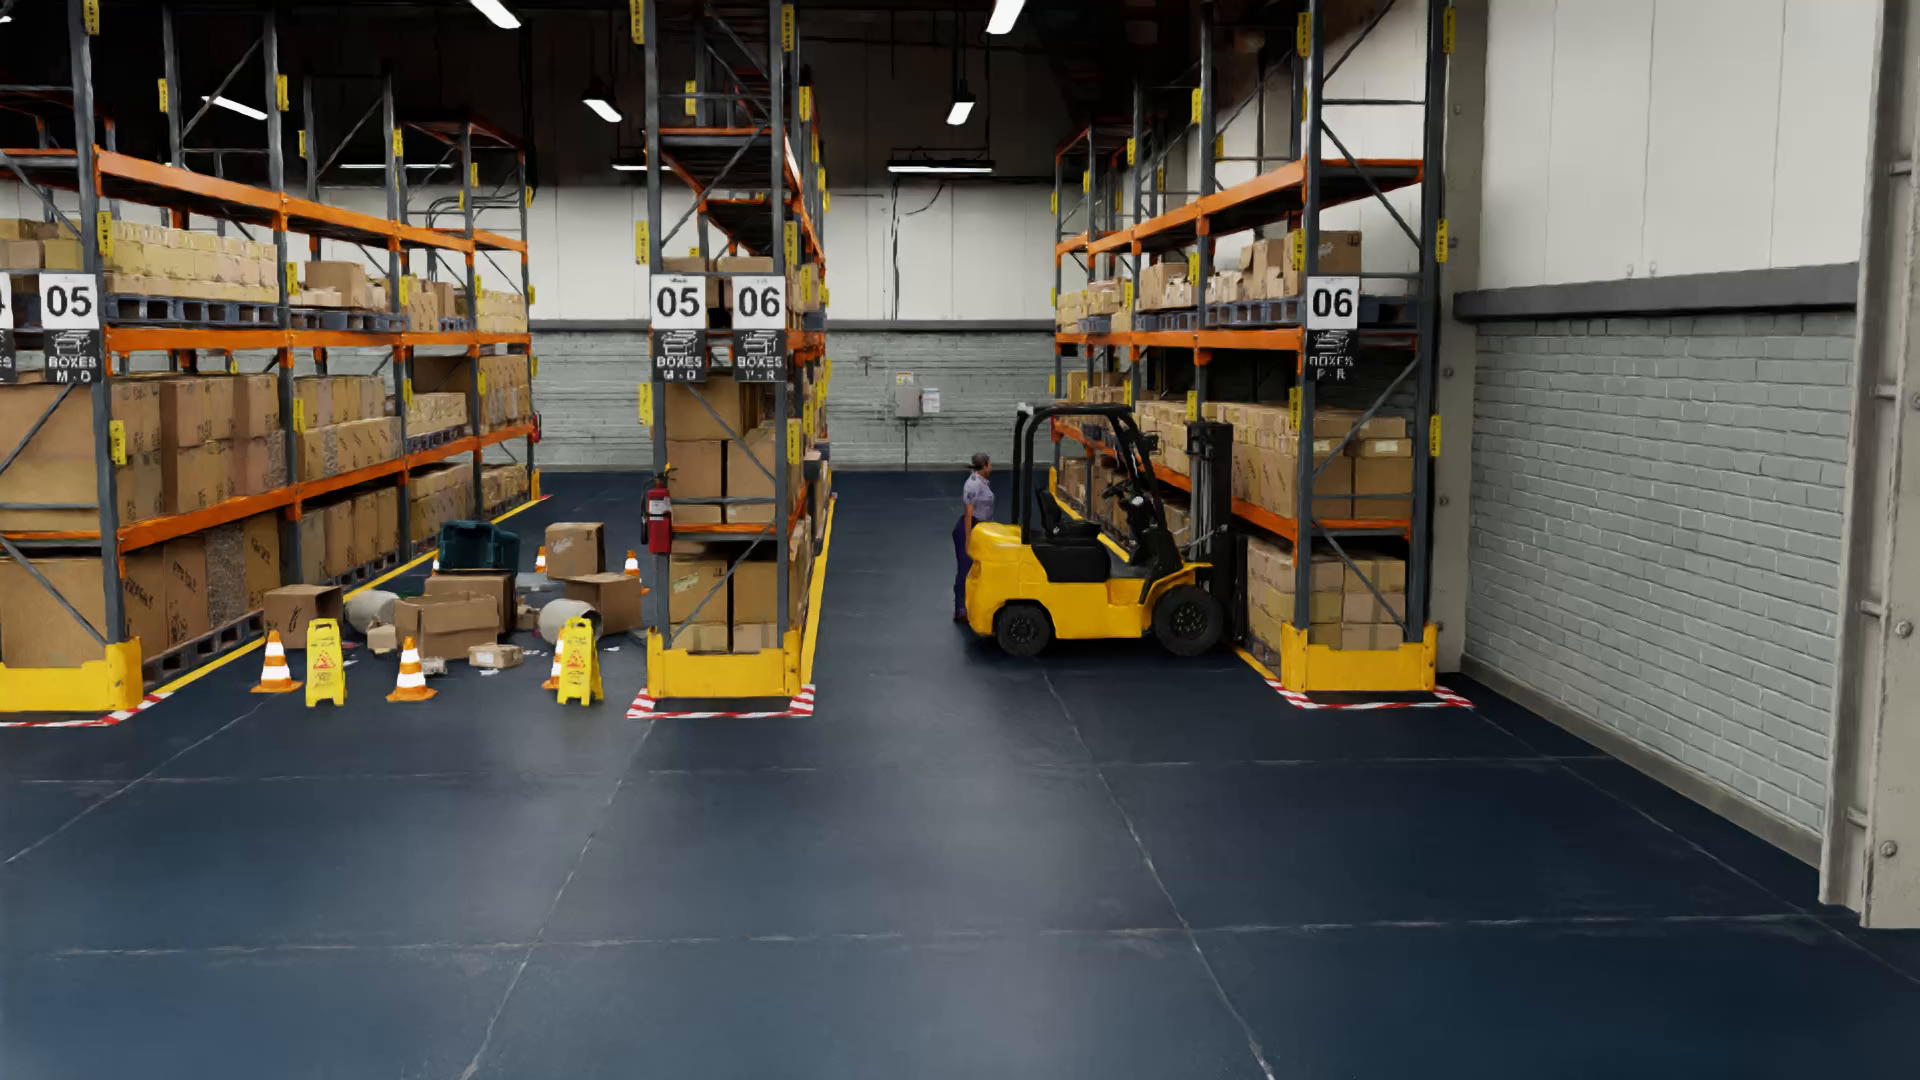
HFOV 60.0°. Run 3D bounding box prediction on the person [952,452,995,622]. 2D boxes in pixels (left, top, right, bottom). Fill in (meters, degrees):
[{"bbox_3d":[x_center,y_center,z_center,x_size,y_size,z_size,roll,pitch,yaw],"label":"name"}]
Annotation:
[{"bbox_3d":[0.151,-0.038,16.164,0.427,1.603,0.615,2,7,16],"label":"person"}]
